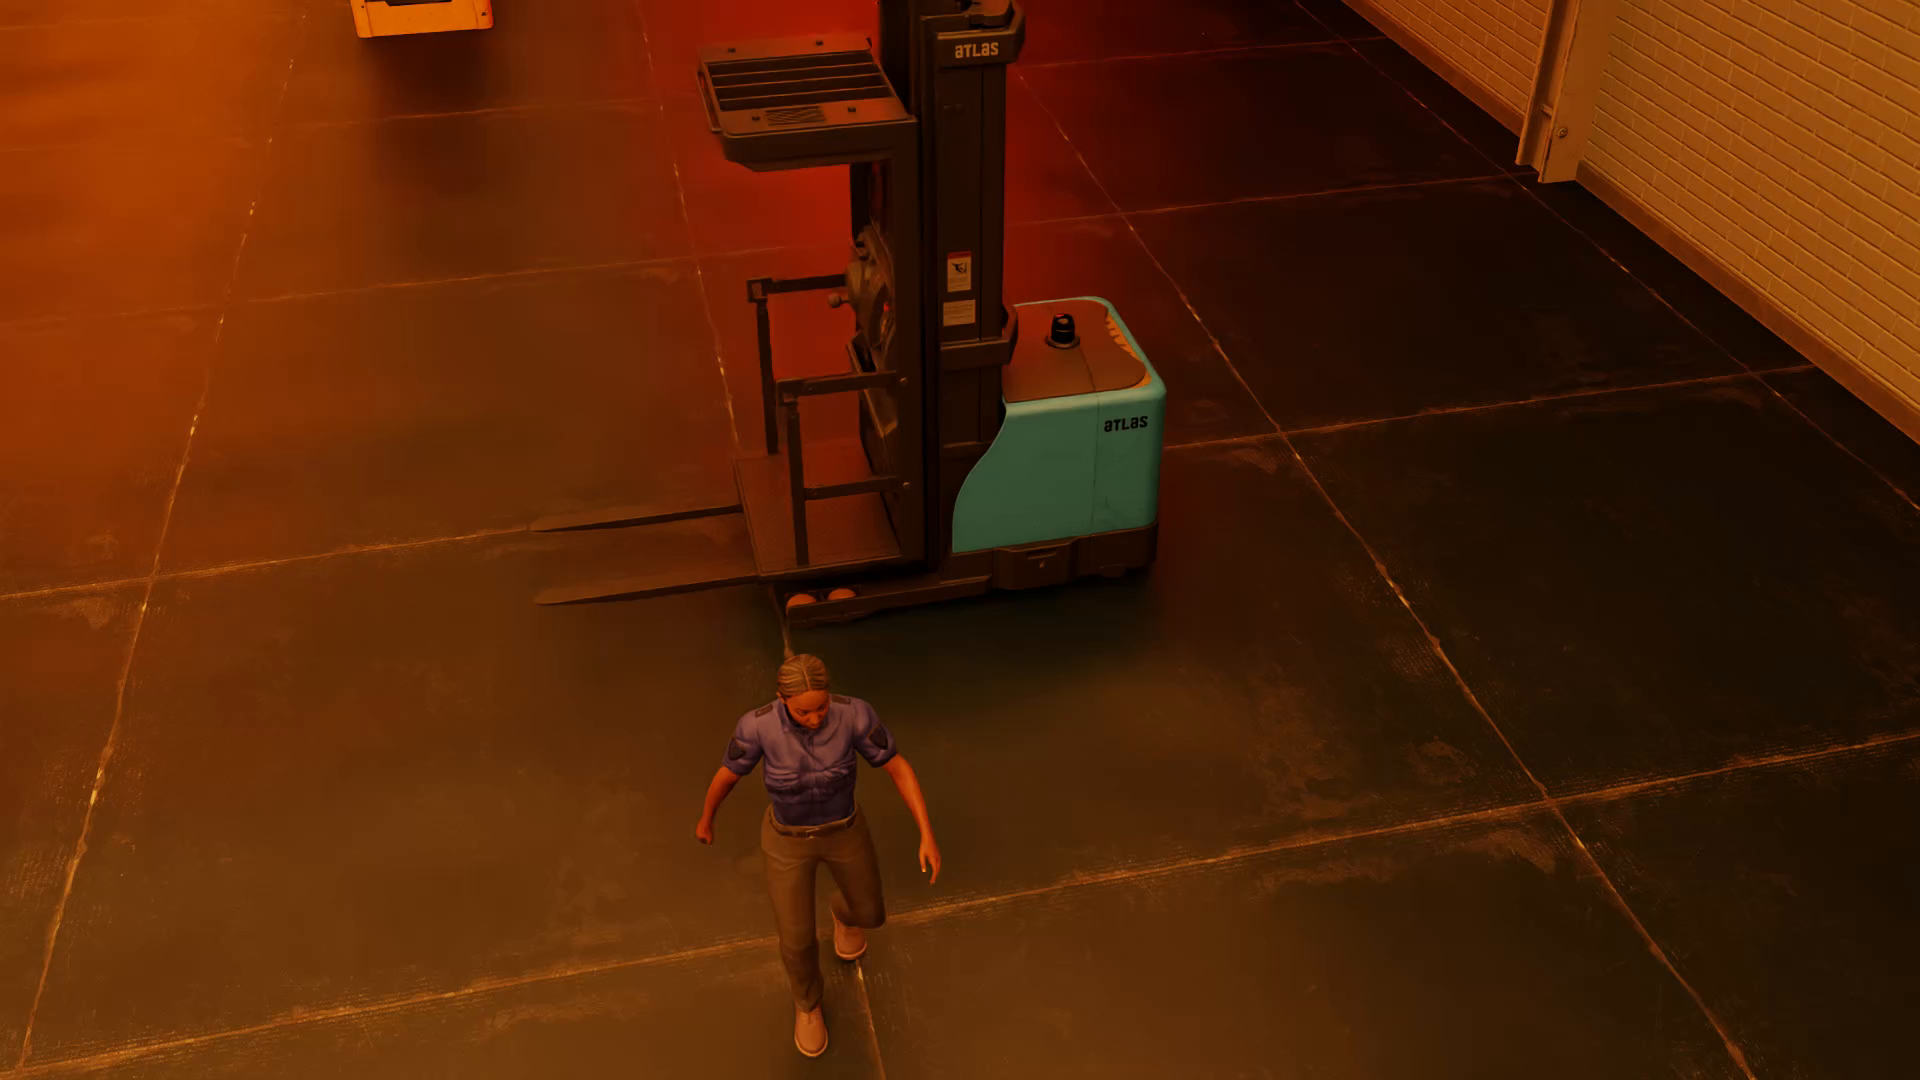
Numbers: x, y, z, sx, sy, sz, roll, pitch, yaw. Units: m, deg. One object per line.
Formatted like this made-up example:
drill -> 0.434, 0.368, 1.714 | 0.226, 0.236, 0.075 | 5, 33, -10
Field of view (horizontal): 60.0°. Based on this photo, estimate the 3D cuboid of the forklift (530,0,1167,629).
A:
forklift -> -0.594, -1.103, 7.584 | 3.031, 2.935, 1.130 | -8, 36, -11

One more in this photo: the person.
person -> -0.506, 1.029, 5.736 | 0.779, 1.641, 0.663 | -8, 37, -11
